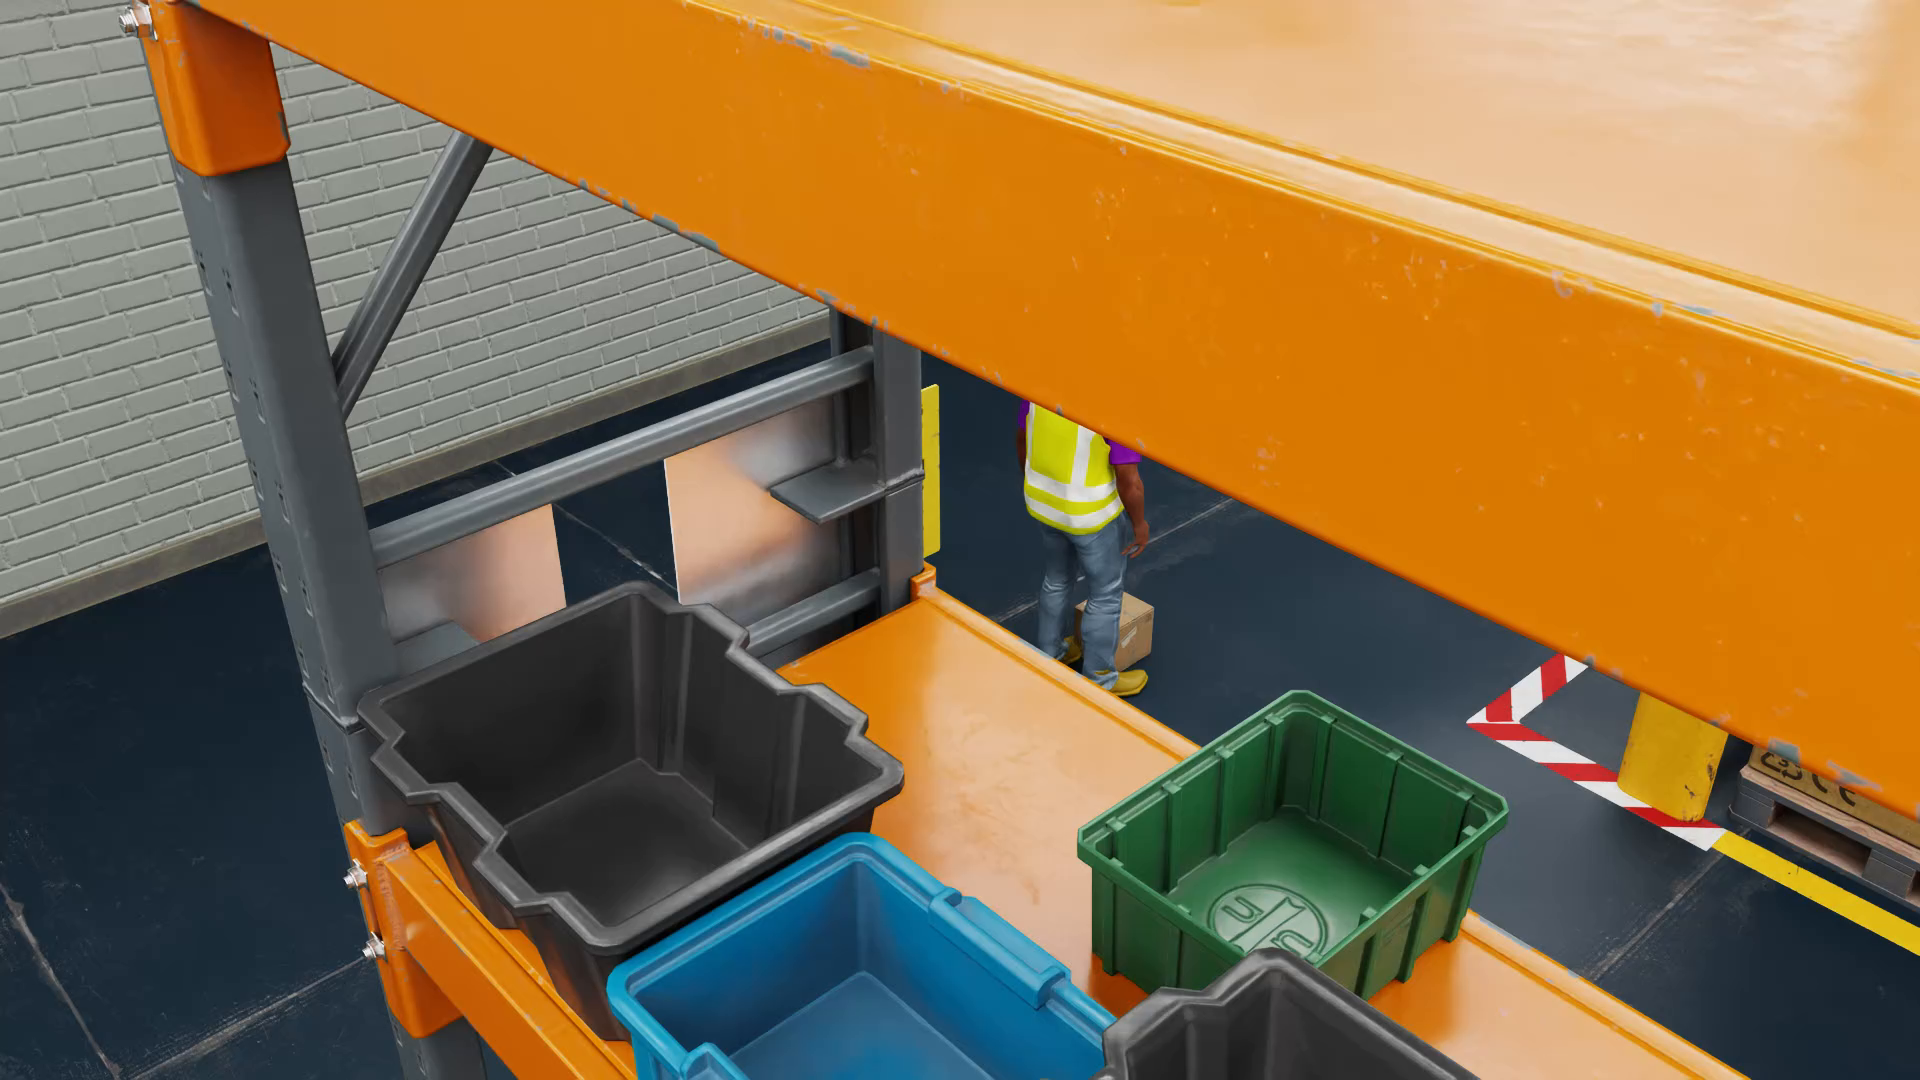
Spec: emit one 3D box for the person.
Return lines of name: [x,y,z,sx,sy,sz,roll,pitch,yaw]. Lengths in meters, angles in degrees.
person: [0.511,-0.159,6.877,0.633,1.759,0.462,27,40,36]
